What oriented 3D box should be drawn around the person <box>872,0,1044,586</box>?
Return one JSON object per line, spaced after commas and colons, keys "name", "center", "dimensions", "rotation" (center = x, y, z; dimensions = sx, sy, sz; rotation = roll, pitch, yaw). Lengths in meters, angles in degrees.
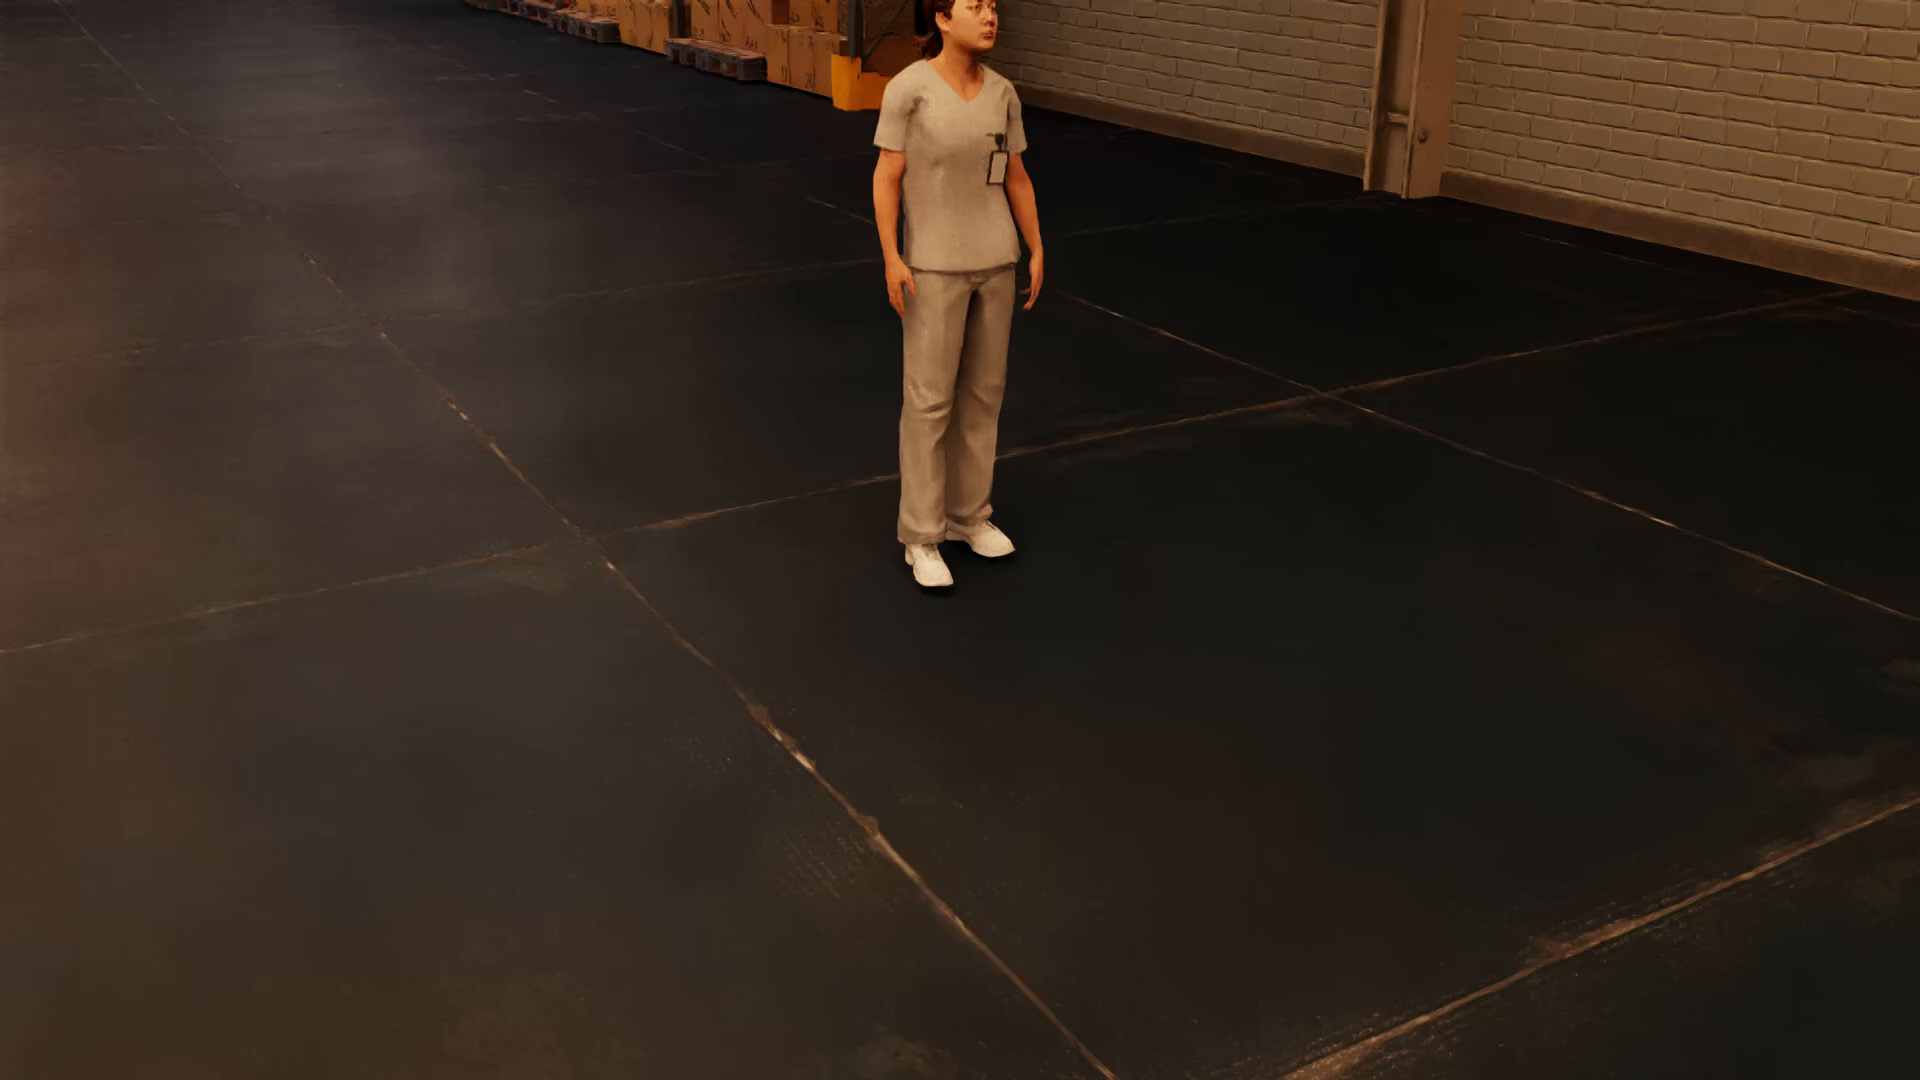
{"name": "person", "center": [0.029, -0.747, 4.744], "dimensions": [0.550, 1.663, 0.532], "rotation": [-12, 25, -28]}
